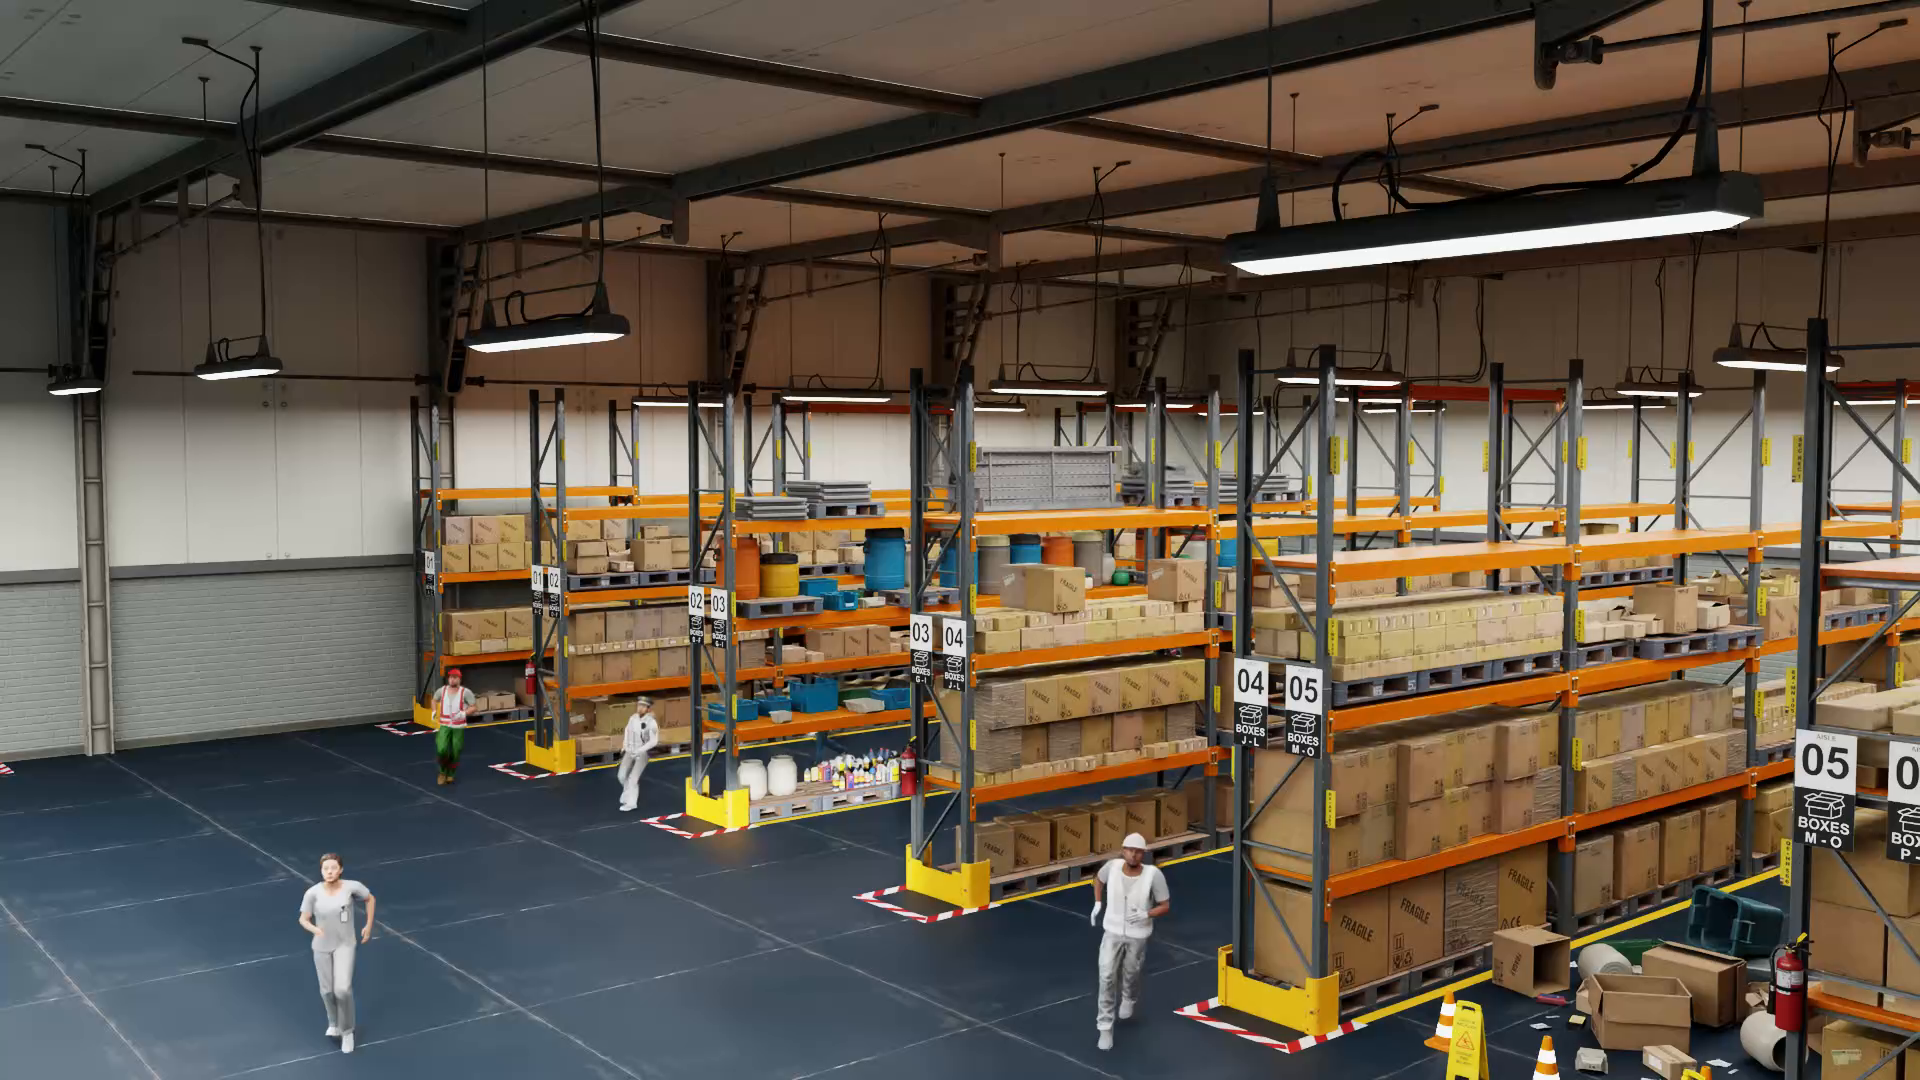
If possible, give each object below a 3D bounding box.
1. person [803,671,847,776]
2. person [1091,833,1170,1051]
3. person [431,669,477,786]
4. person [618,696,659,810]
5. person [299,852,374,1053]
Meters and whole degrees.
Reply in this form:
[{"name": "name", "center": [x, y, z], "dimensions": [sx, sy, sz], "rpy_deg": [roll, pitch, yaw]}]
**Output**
[{"name": "person", "center": [-2.102, 2.825, 25.868], "dimensions": [0.879, 1.597, 0.540], "rpy_deg": [-3, 5, -42]}, {"name": "person", "center": [1.481, 3.433, 14.464], "dimensions": [0.702, 1.813, 0.921], "rpy_deg": [1, 3, 14]}, {"name": "person", "center": [-7.595, 2.805, 24.931], "dimensions": [0.689, 1.763, 0.603], "rpy_deg": [0, 3, -8]}, {"name": "person", "center": [-4.503, 2.980, 23.164], "dimensions": [0.626, 1.623, 0.548], "rpy_deg": [1, 4, 18]}, {"name": "person", "center": [-5.305, 3.508, 14.156], "dimensions": [0.576, 1.714, 0.705], "rpy_deg": [-1, 3, -12]}]
